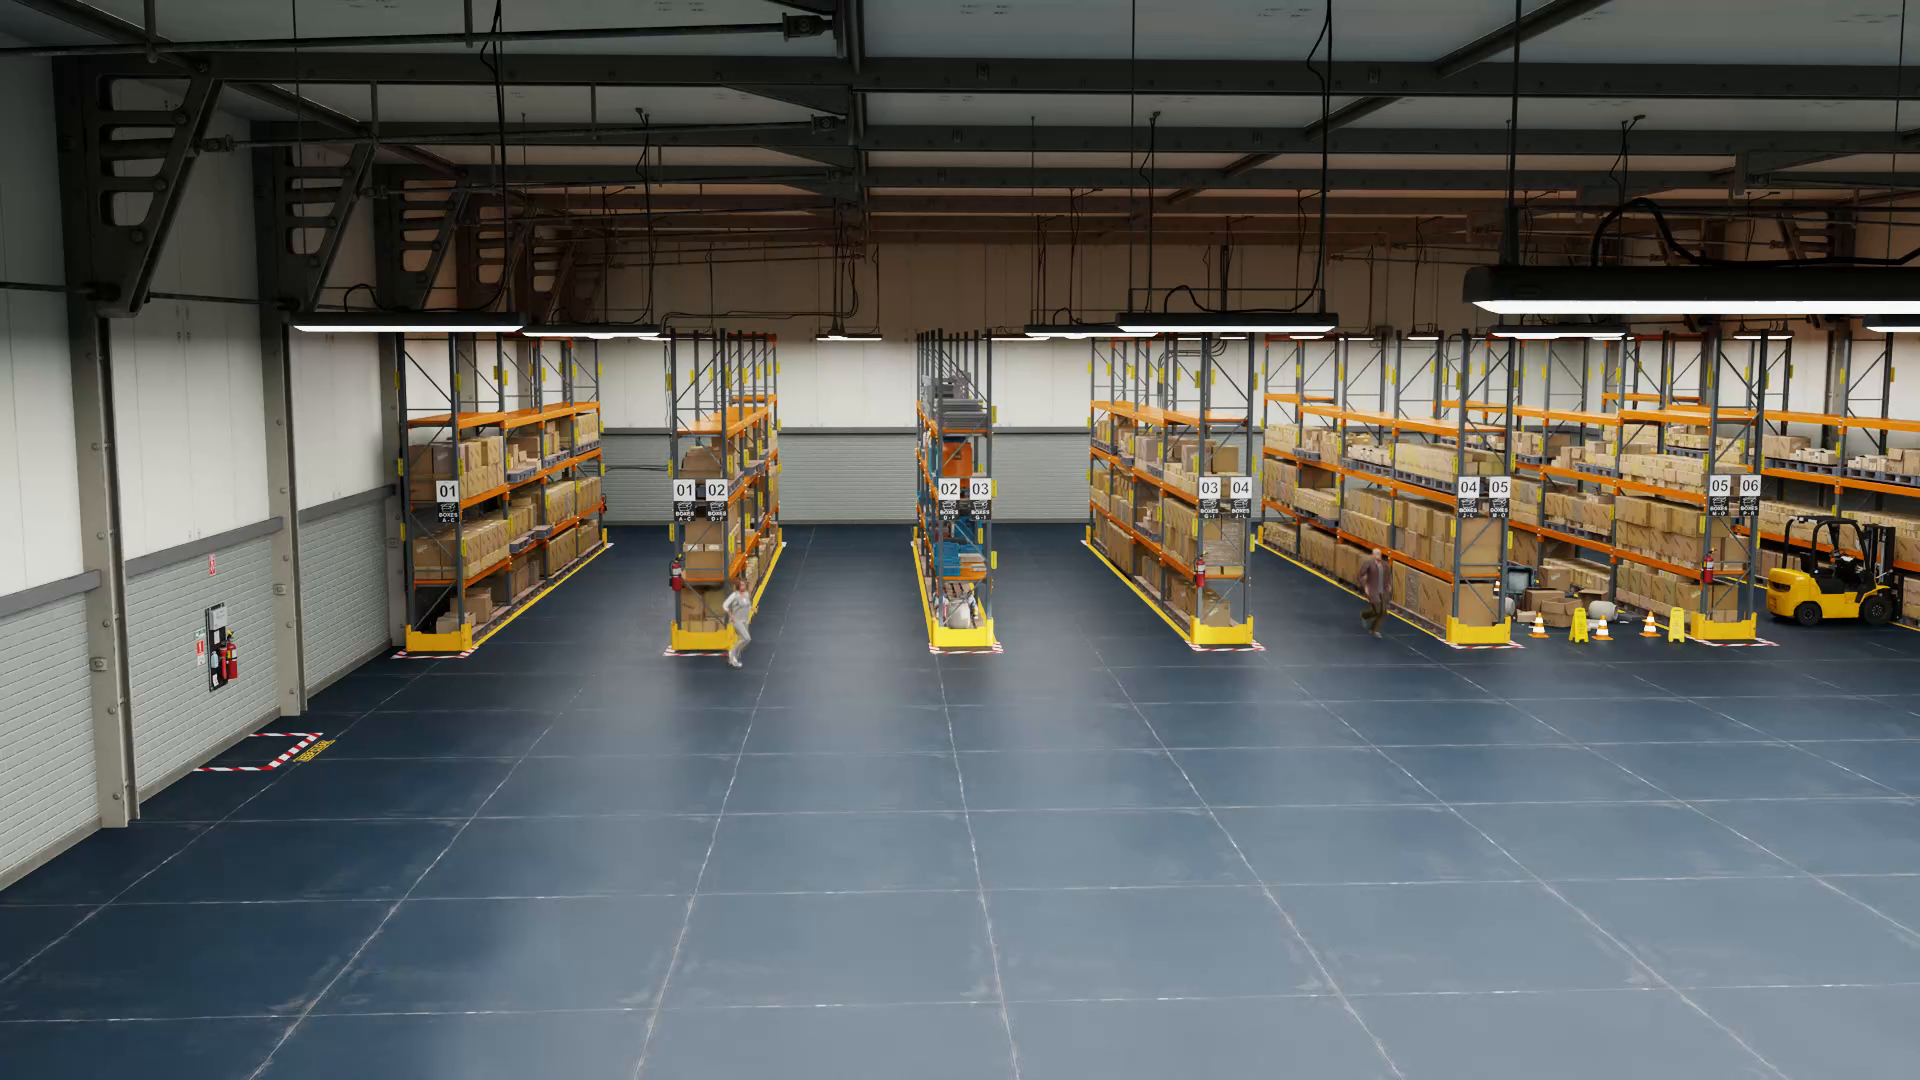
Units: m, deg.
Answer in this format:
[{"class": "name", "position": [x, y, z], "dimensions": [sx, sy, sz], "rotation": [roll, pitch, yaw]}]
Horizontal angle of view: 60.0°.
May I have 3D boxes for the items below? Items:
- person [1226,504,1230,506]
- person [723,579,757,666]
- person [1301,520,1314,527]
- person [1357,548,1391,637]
[{"class": "person", "position": [7.410, -0.634, 47.377], "dimensions": [0.630, 1.558, 0.632], "rotation": [3, 7, 22]}, {"class": "person", "position": [-3.856, 1.471, 29.472], "dimensions": [0.580, 1.567, 0.515], "rotation": [4, 8, 33]}, {"class": "person", "position": [10.350, -1.002, 49.634], "dimensions": [0.872, 1.761, 0.680], "rotation": [-4, 8, -28]}, {"class": "person", "position": [8.166, 1.030, 32.706], "dimensions": [0.723, 1.747, 0.634], "rotation": [-3, 7, -22]}]
